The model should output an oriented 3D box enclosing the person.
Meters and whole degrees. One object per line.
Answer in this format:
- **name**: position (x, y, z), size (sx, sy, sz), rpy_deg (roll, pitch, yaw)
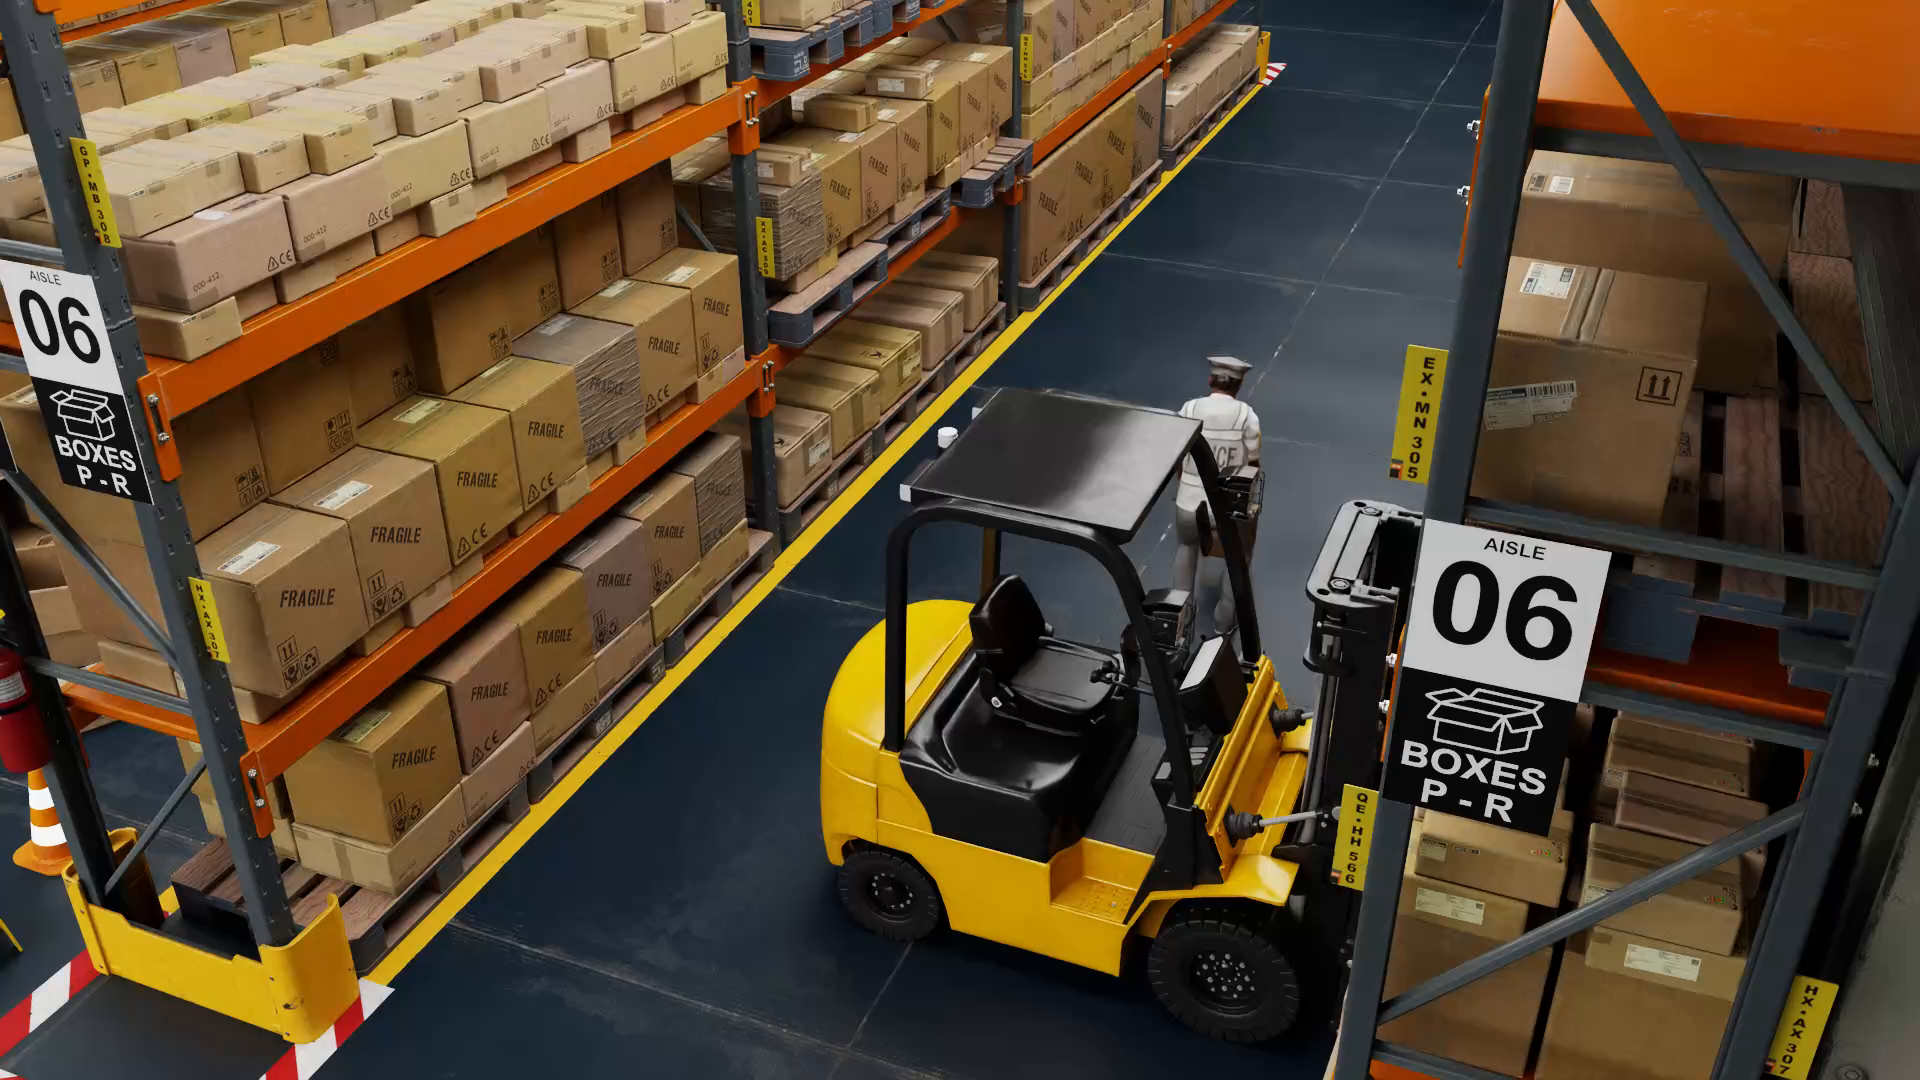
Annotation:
- **person**: position (1.351, -0.226, 8.936), size (0.484, 1.528, 0.585), rpy_deg (12, 32, 20)
